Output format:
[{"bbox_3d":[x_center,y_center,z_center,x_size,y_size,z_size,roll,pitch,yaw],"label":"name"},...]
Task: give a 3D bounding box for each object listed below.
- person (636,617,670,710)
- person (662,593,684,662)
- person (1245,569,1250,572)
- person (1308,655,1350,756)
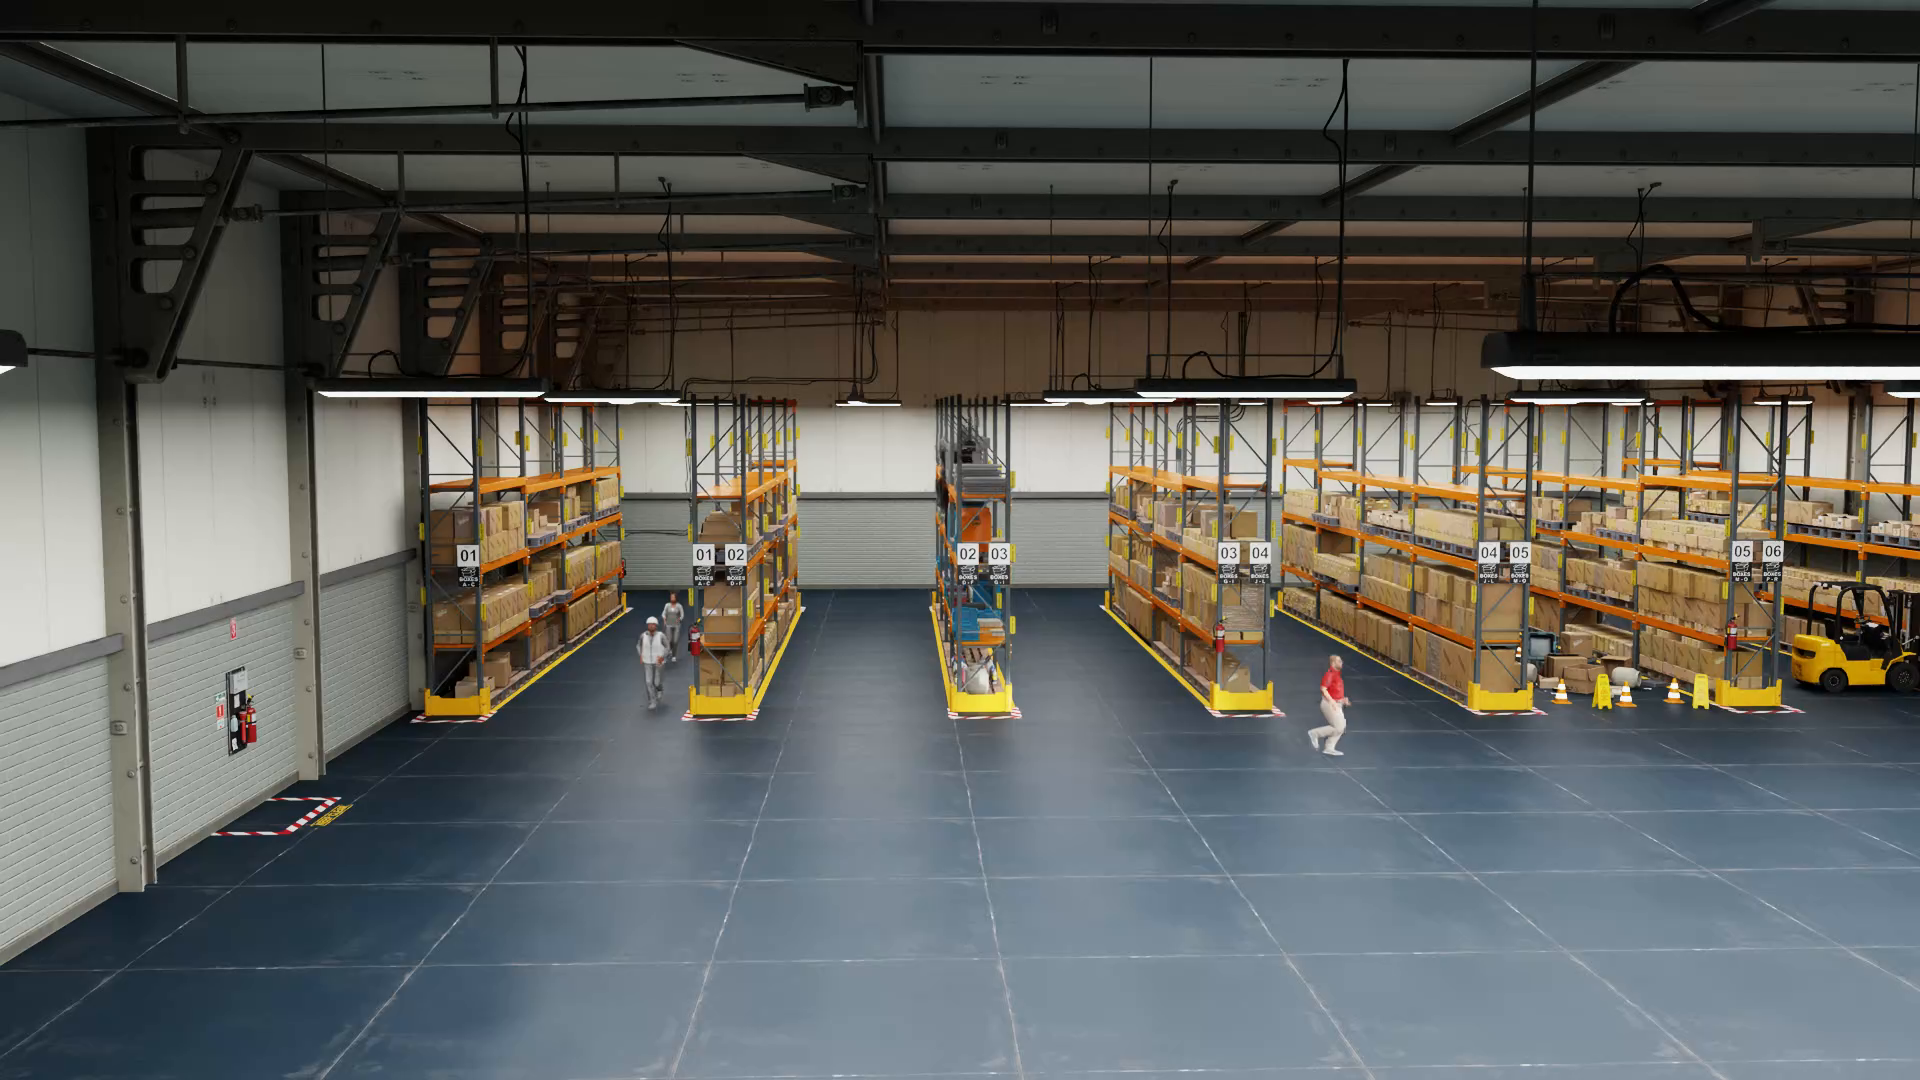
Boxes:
[{"bbox_3d":[-5.899,2.342,32.007,0.665,1.754,0.719,0,4,0],"label":"person"},{"bbox_3d":[-6.507,1.993,37.653,0.503,1.540,0.475,0,5,-6],"label":"person"},{"bbox_3d":[8.419,1.179,48.161,0.497,1.514,0.576,-4,6,-44],"label":"person"},{"bbox_3d":[6.140,2.731,27.502,0.578,1.676,0.649,2,5,23],"label":"person"}]
